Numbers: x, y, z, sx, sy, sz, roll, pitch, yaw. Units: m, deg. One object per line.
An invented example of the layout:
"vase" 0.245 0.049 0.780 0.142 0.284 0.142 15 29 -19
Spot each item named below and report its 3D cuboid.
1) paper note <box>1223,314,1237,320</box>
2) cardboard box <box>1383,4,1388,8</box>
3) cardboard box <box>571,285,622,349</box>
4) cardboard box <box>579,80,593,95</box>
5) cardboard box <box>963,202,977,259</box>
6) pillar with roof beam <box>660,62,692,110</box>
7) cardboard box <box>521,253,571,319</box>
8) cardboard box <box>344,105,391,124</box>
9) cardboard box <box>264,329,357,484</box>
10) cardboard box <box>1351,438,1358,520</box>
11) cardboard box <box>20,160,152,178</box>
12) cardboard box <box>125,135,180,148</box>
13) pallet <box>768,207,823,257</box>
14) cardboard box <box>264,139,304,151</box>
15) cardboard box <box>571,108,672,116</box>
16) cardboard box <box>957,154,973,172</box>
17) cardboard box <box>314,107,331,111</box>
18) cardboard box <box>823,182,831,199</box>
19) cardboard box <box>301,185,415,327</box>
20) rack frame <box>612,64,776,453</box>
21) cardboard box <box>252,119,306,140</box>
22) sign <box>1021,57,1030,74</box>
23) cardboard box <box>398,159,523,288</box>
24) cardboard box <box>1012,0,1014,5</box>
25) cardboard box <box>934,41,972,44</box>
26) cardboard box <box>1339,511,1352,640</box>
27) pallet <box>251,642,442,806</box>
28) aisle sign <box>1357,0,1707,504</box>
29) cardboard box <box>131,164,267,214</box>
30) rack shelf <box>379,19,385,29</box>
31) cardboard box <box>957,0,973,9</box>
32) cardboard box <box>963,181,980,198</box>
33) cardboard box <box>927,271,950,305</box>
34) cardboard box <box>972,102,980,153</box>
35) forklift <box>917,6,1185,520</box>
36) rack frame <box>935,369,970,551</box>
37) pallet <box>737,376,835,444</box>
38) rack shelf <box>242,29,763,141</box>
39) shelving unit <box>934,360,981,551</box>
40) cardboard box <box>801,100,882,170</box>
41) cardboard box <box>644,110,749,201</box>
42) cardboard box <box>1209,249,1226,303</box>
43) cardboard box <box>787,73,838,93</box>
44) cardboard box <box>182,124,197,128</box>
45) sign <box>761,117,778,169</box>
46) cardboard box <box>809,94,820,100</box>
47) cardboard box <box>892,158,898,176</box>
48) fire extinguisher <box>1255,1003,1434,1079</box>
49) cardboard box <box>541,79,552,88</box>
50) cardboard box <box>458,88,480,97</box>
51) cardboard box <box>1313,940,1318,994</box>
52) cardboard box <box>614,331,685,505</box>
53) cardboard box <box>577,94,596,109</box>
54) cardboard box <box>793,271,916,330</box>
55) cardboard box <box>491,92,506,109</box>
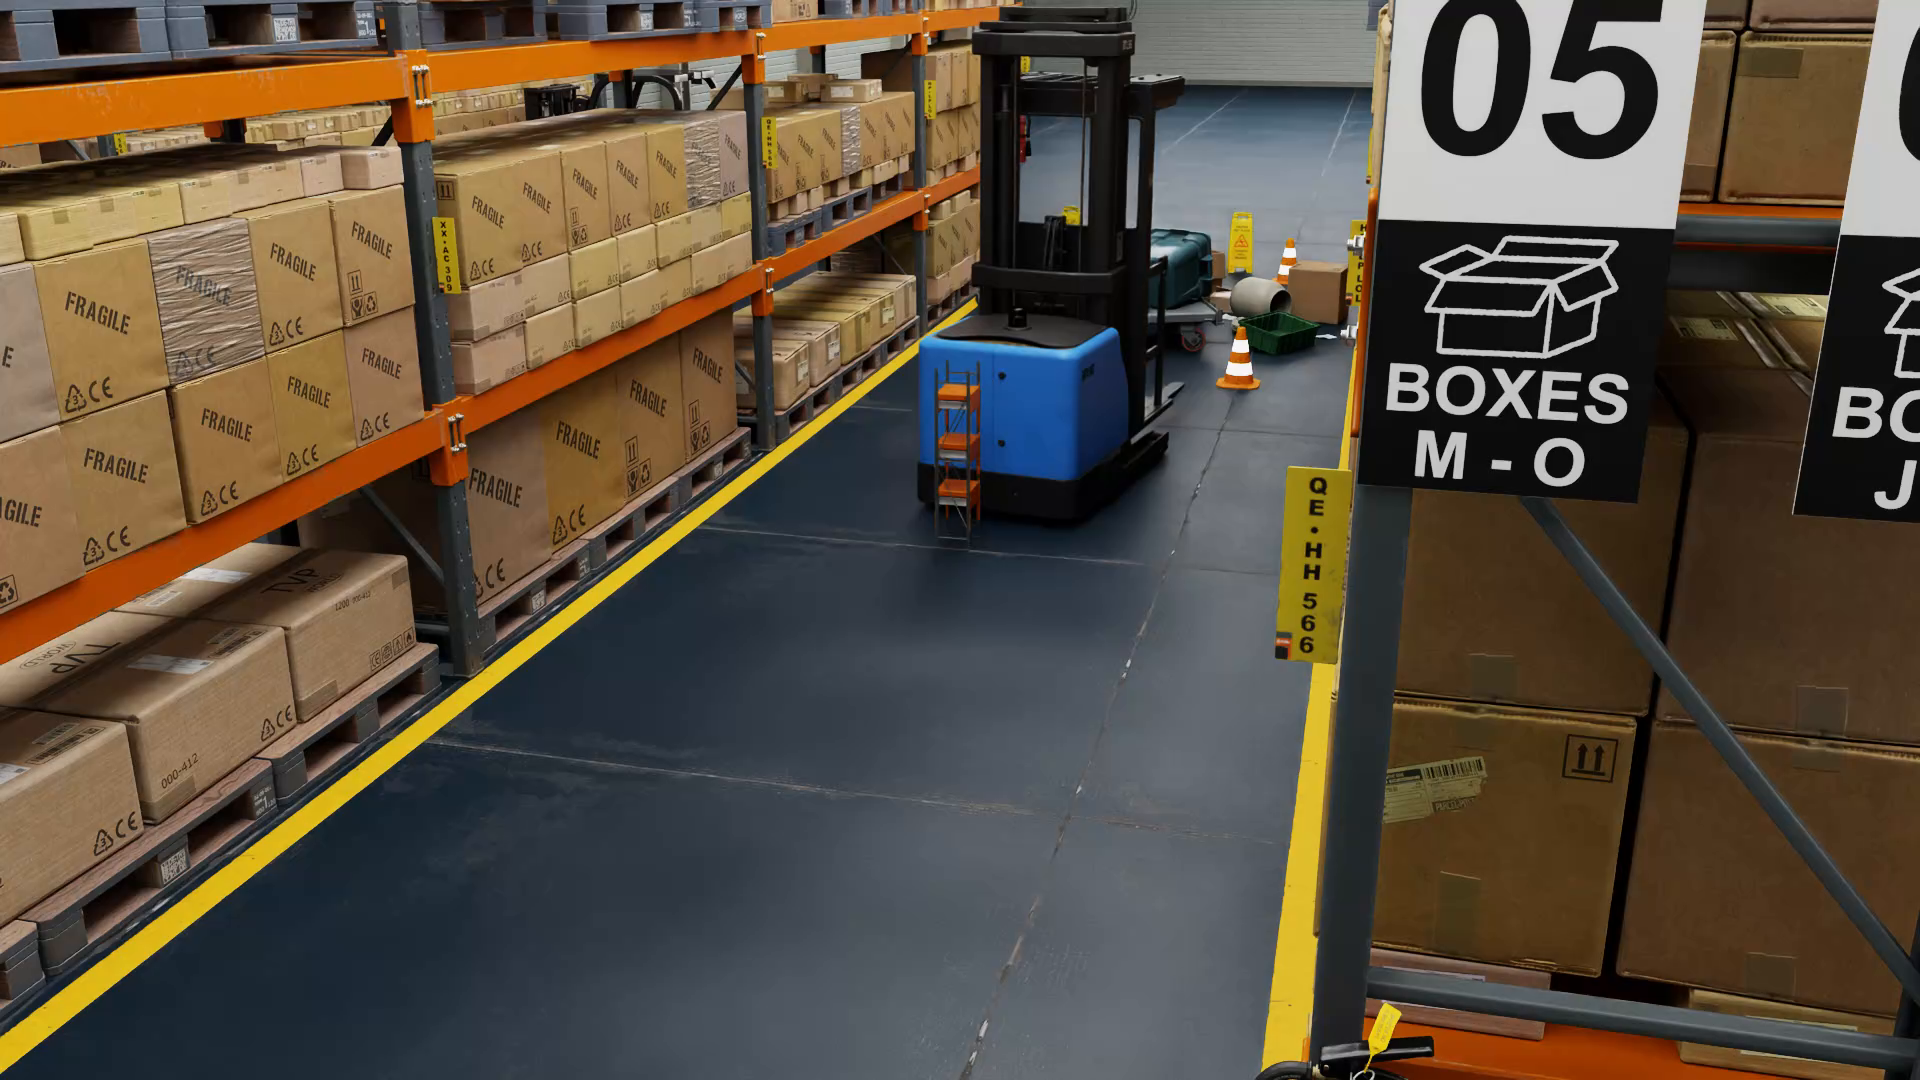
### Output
"paper note" 2.583 -2.132 15.895 0.172 0.023 0.155 12 22 32
"cardboard box" 1.442 -1.368 4.644 0.500 0.250 0.500 6 20 16
"cardboard box" -2.125 -1.190 8.764 0.500 0.250 0.500 4 19 13
"cardboard box" -4.449 -5.198 19.107 0.380 0.149 0.250 5 19 14
"cardboard box" -0.146 -3.077 16.500 0.500 0.500 0.500 6 20 16
"pillar with roof beam" -0.040 -9.207 22.721 9.100 9.000 0.400 5 19 13
"cardboard box" -2.273 -1.269 8.222 0.500 0.250 0.500 5 19 14
"cardboard box" -5.482 -3.950 15.454 0.380 0.149 0.250 5 20 15
"cardboard box" -2.740 -0.543 6.481 0.500 0.500 0.500 4 19 12
"cardboard box" 1.088 -0.193 3.449 0.500 0.500 0.500 4 19 12
"cardboard box" -3.271 -1.333 6.245 0.380 0.149 0.250 5 19 13
"cardboard box" -6.163 -2.982 12.618 0.380 0.149 0.250 5 20 15
"pallet" -1.706 -2.217 11.835 1.213 0.211 1.003 5 19 13
"cardboard box" -5.876 -3.234 13.974 0.500 0.250 0.500 5 19 14
"cardboard box" -2.134 -2.461 10.552 0.500 0.500 0.500 4 19 12
"cardboard box" -0.090 -3.685 16.223 0.380 0.149 0.250 5 19 14
"cardboard box" -6.024 -3.902 15.312 0.380 0.149 0.250 4 19 12
"cardboard box" -1.202 -2.669 12.601 0.380 0.149 0.250 5 20 16
"cardboard box" -2.601 -1.173 6.780 0.500 0.500 0.500 4 19 13
"rack frame" -1.777 -2.076 11.125 1.000 3.000 0.127 5 19 13
"cardboard box" -5.755 -3.458 14.014 0.380 0.149 0.250 4 19 12
"sign" 0.711 -5.231 18.082 0.100 0.325 0.005 5 19 13
"cardboard box" -2.368 -1.458 7.614 0.500 0.500 0.500 5 19 14
"cardboard box" 0.362 -5.750 17.630 0.380 0.149 0.250 5 19 14
"cardboard box" 0.134 -4.910 17.259 0.700 0.500 0.500 5 19 14
"cardboard box" 1.199 0.121 4.079 0.500 0.500 0.500 5 19 14
"pallet" -3.016 0.729 7.226 1.003 0.211 1.213 5 19 13
"aisle sign" 0.785 -0.441 2.315 0.394 0.787 0.004 5 19 13
"cardboard box" -2.805 -1.296 6.136 0.380 0.149 0.250 4 19 13
"rack shelf" -6.102 -4.173 13.736 1.077 0.370 4.000 5 19 13
"cardboard box" -0.085 -5.106 15.744 0.380 0.149 0.250 4 19 12
"cardboard box" 0.080 -3.590 16.998 0.380 0.149 0.250 6 20 16
"cardboard box" -0.393 -2.391 15.652 0.500 0.250 0.500 4 19 11
"cardboard box" -0.082 -4.109 16.463 0.500 0.500 0.500 5 19 14
"forklift" 0.780 -1.944 10.846 1.130 2.935 3.031 8 20 22
"rack frame" -0.043 -0.442 9.357 0.200 1.050 0.008 5 19 13
"pallet" -1.584 -1.001 12.293 1.003 0.211 1.213 5 19 13
"rack shelf" -2.265 -2.528 8.922 1.077 0.370 4.000 5 19 13
"shelving unit" -0.013 -0.480 9.469 0.215 1.050 0.252 5 19 13
"cardboard box" -0.941 -3.237 13.259 0.500 0.500 0.500 5 20 15
"cardboard box" -1.649 -2.414 10.413 0.500 0.500 0.500 4 19 12
"cardboard box" 2.204 -2.652 16.673 0.797 0.503 0.637 -9 21 -24
"cardboard box" -1.257 -3.904 14.209 0.380 0.149 0.250 5 19 13
"cardboard box" -6.518 -3.349 13.695 0.380 0.149 0.250 4 19 12
"sign" -1.238 -2.581 10.813 0.100 0.325 0.005 5 19 13
"cardboard box" -1.314 -3.435 13.840 0.500 0.500 0.500 5 19 14
"cardboard box" -0.739 -3.145 13.995 0.380 0.149 0.250 4 19 12
"fire extinguisher" 0.584 1.046 2.681 0.296 0.674 0.183 5 19 13
"cardboard box" -4.676 -5.014 18.108 0.380 0.149 0.250 5 20 15
"cardboard box" -5.055 -4.535 16.705 0.380 0.149 0.250 5 20 15
"cardboard box" 1.171 1.143 4.540 0.380 0.149 0.250 5 20 15
"cardboard box" -2.248 -0.780 9.969 0.875 0.875 0.875 5 19 14
"cardboard box" -4.502 -4.847 19.082 0.500 0.500 0.500 4 19 12
"cardboard box" -0.925 -2.121 14.671 0.950 0.372 0.625 5 19 14
"cardboard box" -4.940 -4.553 17.219 0.380 0.149 0.250 4 19 12
